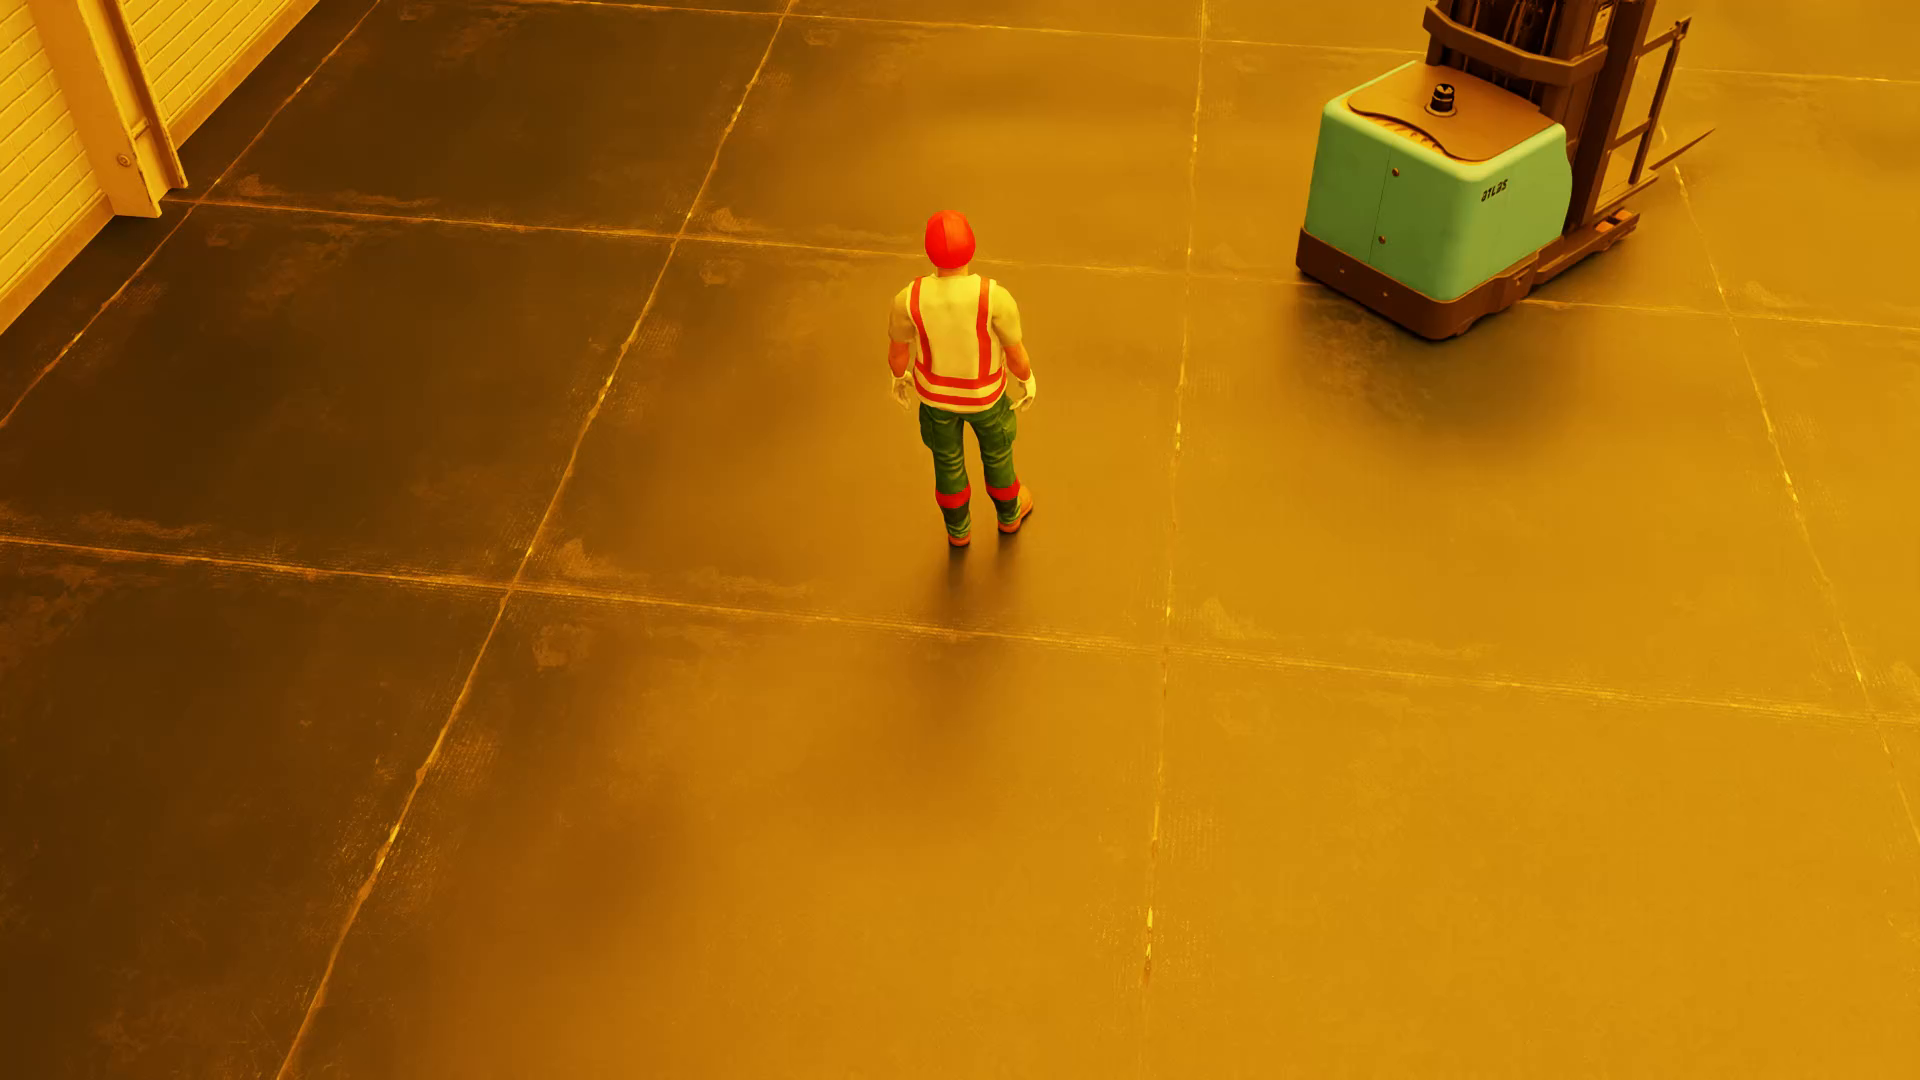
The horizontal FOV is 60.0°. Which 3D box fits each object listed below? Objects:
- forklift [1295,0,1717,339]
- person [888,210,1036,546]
[{"bbox_3d":[3.365,-3.014,9.005,3.031,2.935,1.130,-30,50,-29],"label":"forklift"},{"bbox_3d":[0.021,-0.717,7.339,0.638,1.789,0.562,5,43,6],"label":"person"}]
